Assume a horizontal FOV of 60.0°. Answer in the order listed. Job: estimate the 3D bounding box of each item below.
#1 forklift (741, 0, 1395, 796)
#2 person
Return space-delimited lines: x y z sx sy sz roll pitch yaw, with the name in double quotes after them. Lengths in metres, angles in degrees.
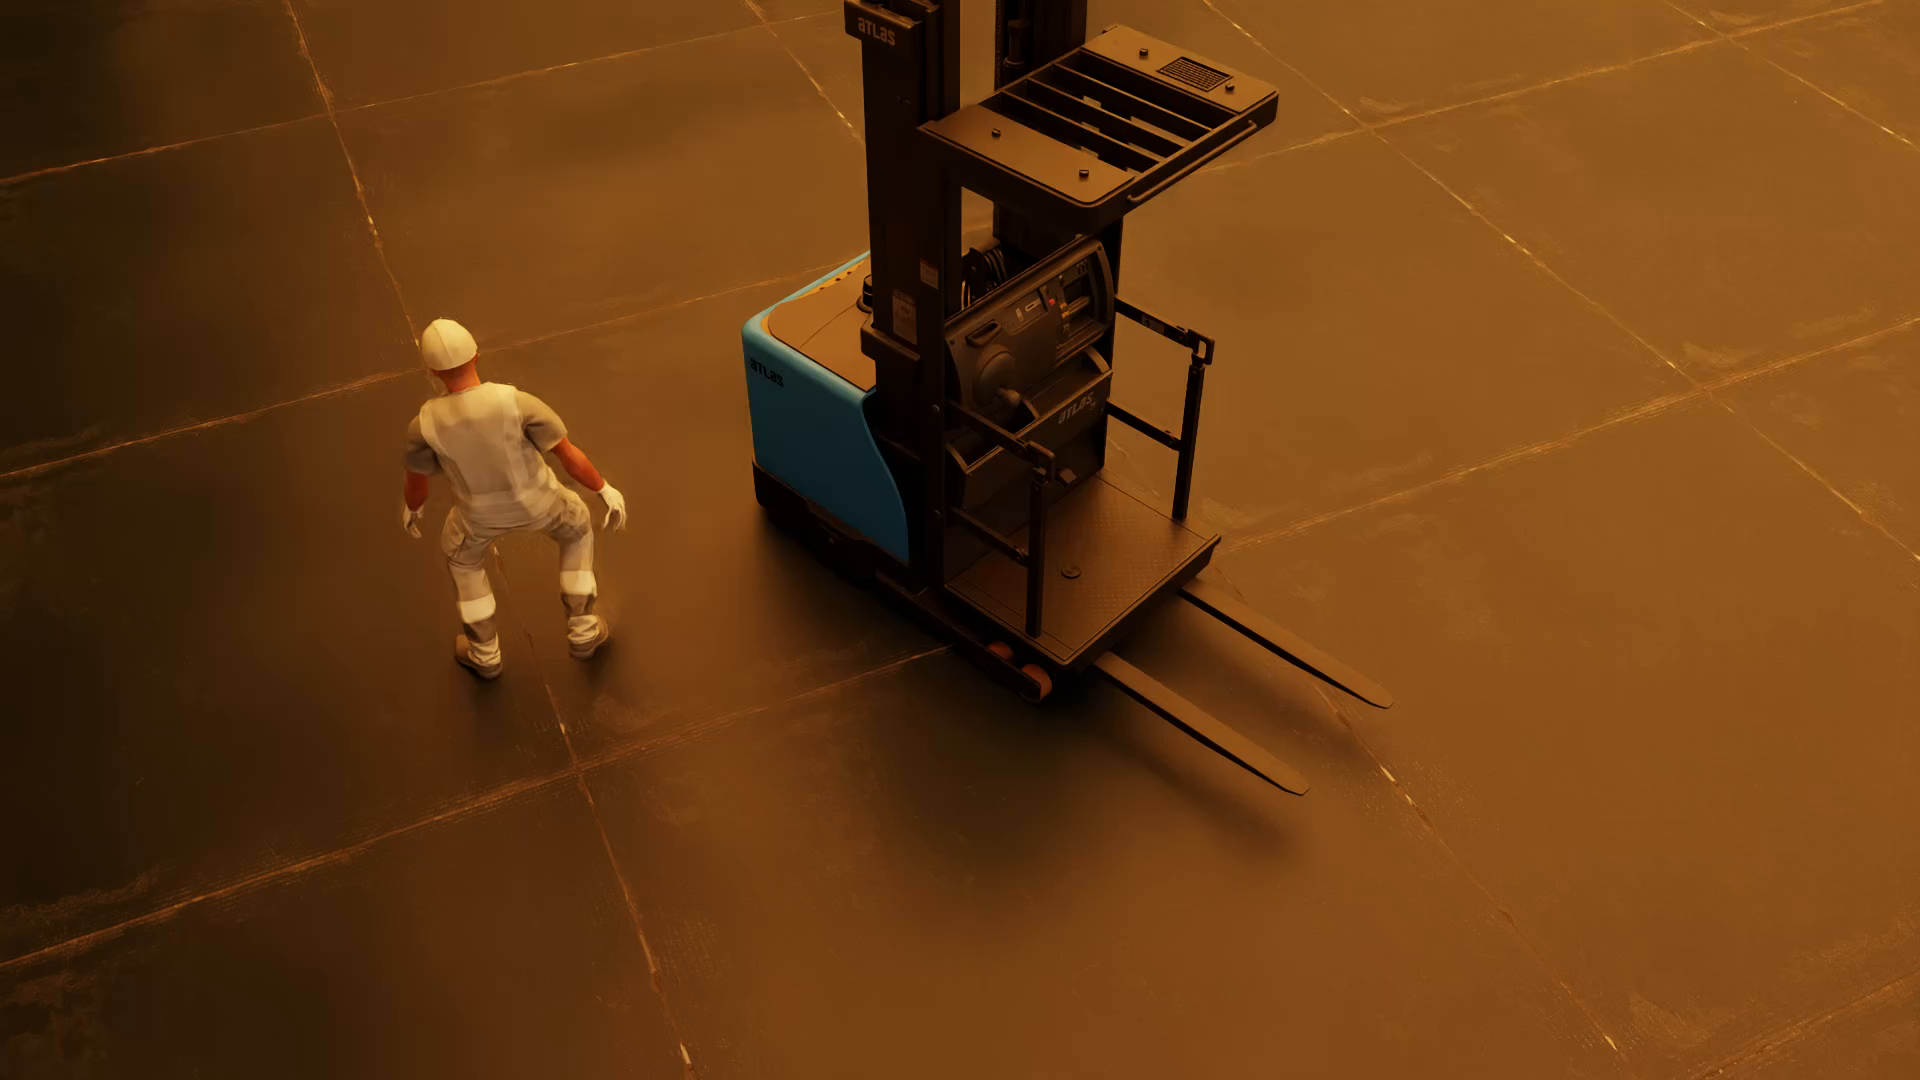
0.445 -0.788 6.525 3.031 2.935 1.130 32 52 30 "forklift"
-1.825 -0.165 6.767 0.923 1.692 0.488 -4 43 -4 "person"
